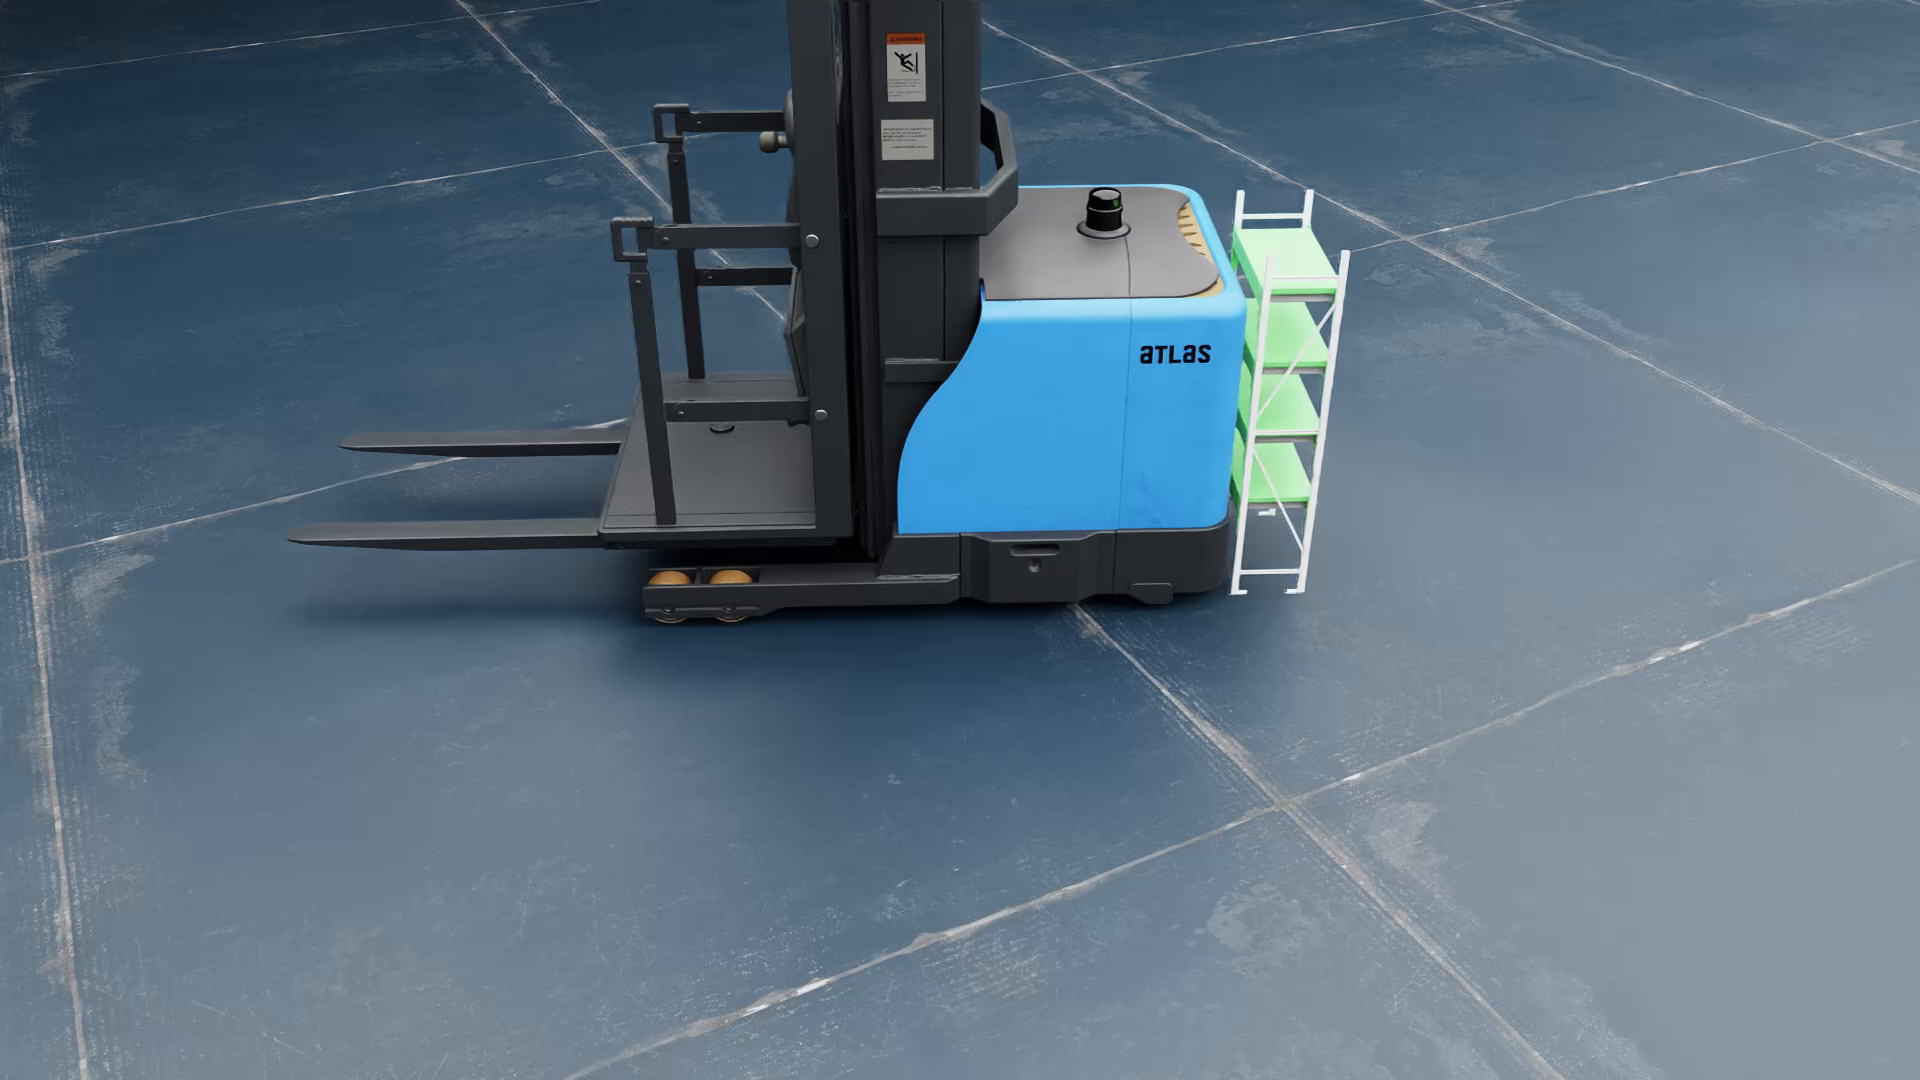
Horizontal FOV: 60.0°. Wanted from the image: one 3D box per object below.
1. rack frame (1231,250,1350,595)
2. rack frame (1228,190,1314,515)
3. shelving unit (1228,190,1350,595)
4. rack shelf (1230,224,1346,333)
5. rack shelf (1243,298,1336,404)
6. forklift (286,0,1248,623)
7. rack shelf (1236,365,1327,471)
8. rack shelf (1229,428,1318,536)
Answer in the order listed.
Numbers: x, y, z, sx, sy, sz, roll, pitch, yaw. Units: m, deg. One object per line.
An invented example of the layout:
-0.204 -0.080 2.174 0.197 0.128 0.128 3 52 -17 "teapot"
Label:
1.012 -0.332 5.156 0.240 1.200 0.015 -1 33 -2 "rack frame"
0.994 -0.595 5.566 0.240 1.200 0.015 -1 33 -2 "rack frame"
1.003 -0.463 5.361 0.258 1.200 0.503 -1 33 -2 "shelving unit"
1.003 -0.814 5.136 0.258 0.148 0.480 -1 33 -2 "rack shelf"
1.003 -0.612 5.266 0.258 0.148 0.480 -1 33 -2 "rack shelf"
-0.665 -1.258 4.997 3.031 2.935 1.130 -1 33 -2 "forklift"
1.003 -0.410 5.395 0.258 0.148 0.480 -1 33 -2 "rack shelf"
1.003 -0.207 5.525 0.258 0.148 0.480 -1 33 -2 "rack shelf"
